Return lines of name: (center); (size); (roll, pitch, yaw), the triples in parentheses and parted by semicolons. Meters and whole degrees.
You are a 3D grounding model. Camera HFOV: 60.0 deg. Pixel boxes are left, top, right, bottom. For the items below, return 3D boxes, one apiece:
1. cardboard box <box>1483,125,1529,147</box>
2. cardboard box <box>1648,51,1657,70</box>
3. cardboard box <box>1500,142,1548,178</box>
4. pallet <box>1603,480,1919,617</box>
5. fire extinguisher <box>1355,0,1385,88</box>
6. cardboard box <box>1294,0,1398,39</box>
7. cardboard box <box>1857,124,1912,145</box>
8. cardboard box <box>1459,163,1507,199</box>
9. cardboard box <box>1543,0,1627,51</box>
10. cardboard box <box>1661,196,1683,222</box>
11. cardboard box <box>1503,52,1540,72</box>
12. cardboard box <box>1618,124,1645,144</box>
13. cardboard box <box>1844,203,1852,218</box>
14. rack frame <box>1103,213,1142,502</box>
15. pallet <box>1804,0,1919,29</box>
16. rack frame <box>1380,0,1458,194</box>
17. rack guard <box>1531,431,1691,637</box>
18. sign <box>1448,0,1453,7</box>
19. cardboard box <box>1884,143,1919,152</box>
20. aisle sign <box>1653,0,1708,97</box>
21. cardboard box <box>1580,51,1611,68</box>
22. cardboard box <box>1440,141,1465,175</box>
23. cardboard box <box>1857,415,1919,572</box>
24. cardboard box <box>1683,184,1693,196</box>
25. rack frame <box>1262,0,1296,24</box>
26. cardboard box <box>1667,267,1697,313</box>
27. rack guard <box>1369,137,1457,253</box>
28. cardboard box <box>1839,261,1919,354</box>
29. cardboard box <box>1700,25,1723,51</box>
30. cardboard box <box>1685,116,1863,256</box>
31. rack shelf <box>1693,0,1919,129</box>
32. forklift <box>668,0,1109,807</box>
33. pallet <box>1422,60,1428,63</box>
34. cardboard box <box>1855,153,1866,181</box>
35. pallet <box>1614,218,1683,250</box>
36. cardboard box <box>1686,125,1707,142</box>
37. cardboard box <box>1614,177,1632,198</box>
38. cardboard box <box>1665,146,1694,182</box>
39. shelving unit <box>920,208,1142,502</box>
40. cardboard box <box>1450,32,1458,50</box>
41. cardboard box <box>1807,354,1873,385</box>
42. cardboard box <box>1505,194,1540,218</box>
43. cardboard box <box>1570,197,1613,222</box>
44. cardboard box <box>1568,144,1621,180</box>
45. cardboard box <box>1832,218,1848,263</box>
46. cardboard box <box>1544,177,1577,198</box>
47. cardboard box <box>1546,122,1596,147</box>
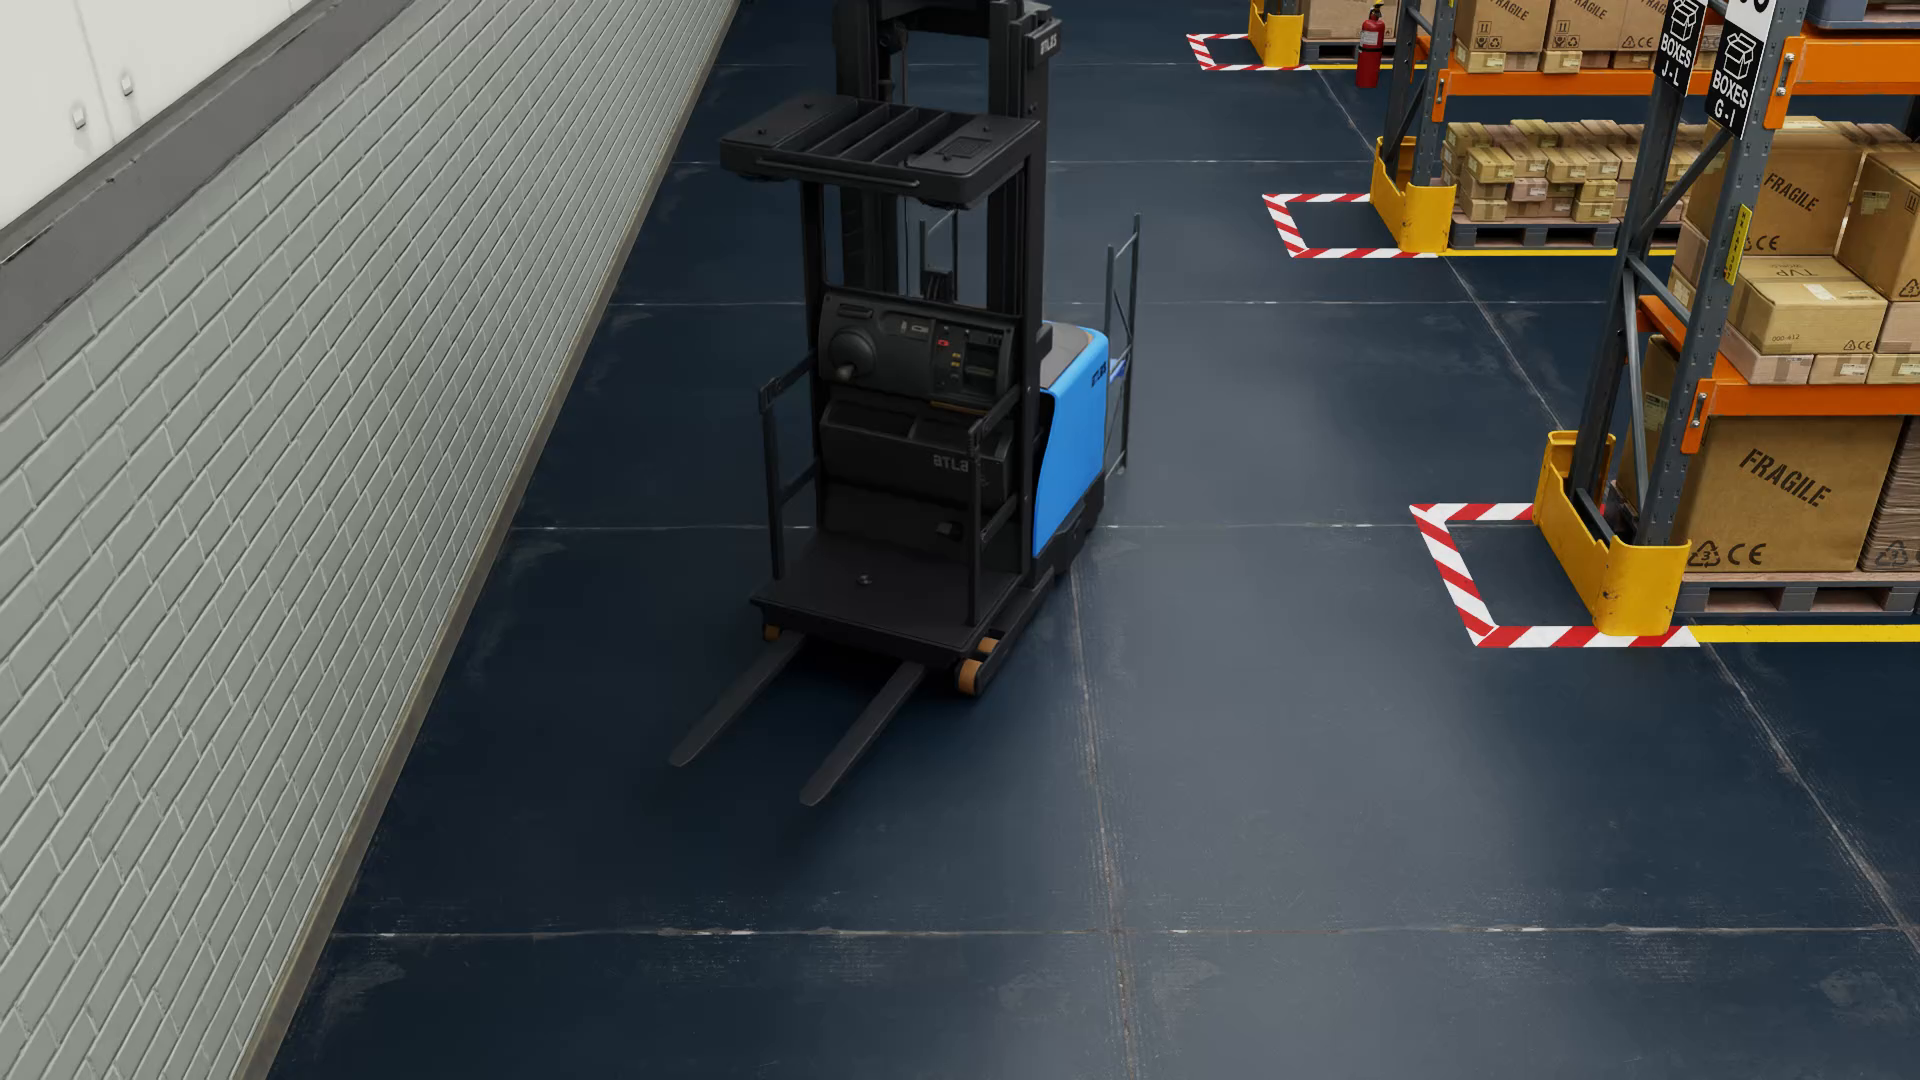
cardboard box: (4.121, -3.016, 12.599); (0.250, 0.149, 0.380); (0, 31, 1)
cardboard box: (4.967, -3.462, 11.806); (0.250, 0.149, 0.380); (-1, 31, -1)
cardboard box: (4.142, -2.801, 12.244); (0.250, 0.149, 0.380); (0, 31, 1)
pallet: (4.069, 0.025, 8.505); (1.213, 0.211, 1.003); (0, 31, 0)
fire extinguisher: (3.087, -3.743, 12.461); (0.183, 0.674, 0.296); (0, 31, 0)
cardboard box: (3.870, -5.402, 16.827); (0.875, 0.438, 0.875); (-1, 31, -2)
cardboard box: (6.995, -3.031, 12.624); (0.250, 0.149, 0.380); (1, 31, 2)
cardboard box: (3.867, -2.653, 12.288); (0.250, 0.149, 0.380); (1, 31, 2)
cardboard box: (4.327, -3.740, 11.639); (0.500, 0.500, 0.500); (0, 31, 0)
cardboard box: (5.137, -2.491, 12.307); (0.250, 0.149, 0.380); (-2, 31, -3)
cardboard box: (3.921, -3.443, 11.775); (0.250, 0.149, 0.380); (1, 31, 1)
cardboard box: (5.171, -3.024, 12.612); (0.250, 0.149, 0.380); (-1, 31, -2)
cardboard box: (6.427, -2.500, 12.323); (0.250, 0.149, 0.380); (-1, 31, -2)
rack frame: (0.842, -0.940, 8.853); (0.032, 1.500, 0.500); (12, 33, 18)
pallet: (4.012, -2.376, 6.968); (1.213, 0.211, 1.003); (0, 31, 0)
rack frame: (3.341, -3.697, 11.951); (0.127, 3.000, 1.000); (0, 31, 0)
rack guard: (3.246, -0.055, 8.359); (0.348, 0.500, 1.175); (0, 31, 0)
sign: (3.345, -3.786, 11.263); (0.005, 0.325, 0.100); (0, 31, 0)
cardboard box: (6.987, -2.788, 12.224); (0.250, 0.149, 0.380); (1, 31, 1)
aisle sign: (3.196, -2.391, 7.292); (0.004, 0.787, 0.394); (0, 31, 0)
cardboard box: (4.449, -3.488, 11.849); (0.250, 0.149, 0.380); (1, 31, 2)
cardboard box: (3.867, -2.934, 12.752); (0.250, 0.149, 0.380); (-1, 31, -2)
cardboard box: (4.820, -0.441, 8.229); (0.875, 0.875, 0.875); (0, 31, 0)
cardboard box: (5.448, -2.684, 12.339); (0.250, 0.149, 0.380); (1, 31, 2)
rack frame: (3.210, -6.264, 16.183); (0.127, 3.000, 1.000); (0, 31, 0)
cardboard box: (3.624, -1.188, 8.059); (0.250, 0.149, 0.380); (0, 31, 1)
rack guard: (3.417, -2.628, 12.600); (0.348, 0.500, 1.175); (0, 31, 0)
cardboard box: (4.272, -1.053, 7.452); (0.500, 0.250, 0.500); (-1, 31, -1)
cardboard box: (5.327, -3.740, 11.639); (0.500, 0.500, 0.500); (-1, 31, -2)
cardboard box: (3.756, -1.645, 7.705); (0.500, 0.500, 0.500); (0, 31, 0)
rack shelf: (5.270, -2.105, 7.129); (4.000, 0.370, 1.077); (0, 31, 0)
forklift: (-0.286, -0.797, 7.238); (1.130, 2.935, 3.031); (13, 34, 20)
pallet: (5.226, -5.117, 16.981); (1.213, 0.211, 1.003); (0, 31, 0)
cardboard box: (6.483, -2.762, 12.181); (0.250, 0.149, 0.380); (0, 31, -1)
pallet: (5.447, -2.491, 12.653); (1.213, 0.211, 1.003); (0, 31, 0)
cardboard box: (5.679, -3.020, 12.605); (0.250, 0.149, 0.380); (-1, 31, -2)
cardboard box: (4.907, -2.666, 12.309); (0.250, 0.149, 0.380); (-2, 31, -3)
cardboard box: (5.183, -2.752, 12.164); (0.250, 0.149, 0.380); (0, 31, 0)
shelving unit: (0.369, -1.037, 9.013); (1.048, 1.500, 0.538); (12, 33, 18)
cardboard box: (3.666, -3.737, 12.260); (0.250, 0.149, 0.380); (0, 31, 0)
cardboard box: (3.884, -0.848, 7.498); (0.250, 0.149, 0.380); (-1, 31, -1)
cardboard box: (4.128, -2.536, 12.382); (0.250, 0.149, 0.380); (0, 31, 0)
cardboard box: (4.633, -2.485, 12.297); (0.250, 0.149, 0.380); (0, 31, 0)
cardboard box: (4.642, -2.779, 12.208); (0.250, 0.149, 0.380); (-2, 31, -3)
cardboard box: (4.260, -1.327, 7.904); (0.500, 0.250, 0.500); (-1, 31, -1)
cardboard box: (4.385, -2.671, 12.318); (0.250, 0.149, 0.380); (0, 31, 0)
cardboard box: (4.638, -3.051, 12.656); (0.250, 0.149, 0.380); (-1, 31, -2)
